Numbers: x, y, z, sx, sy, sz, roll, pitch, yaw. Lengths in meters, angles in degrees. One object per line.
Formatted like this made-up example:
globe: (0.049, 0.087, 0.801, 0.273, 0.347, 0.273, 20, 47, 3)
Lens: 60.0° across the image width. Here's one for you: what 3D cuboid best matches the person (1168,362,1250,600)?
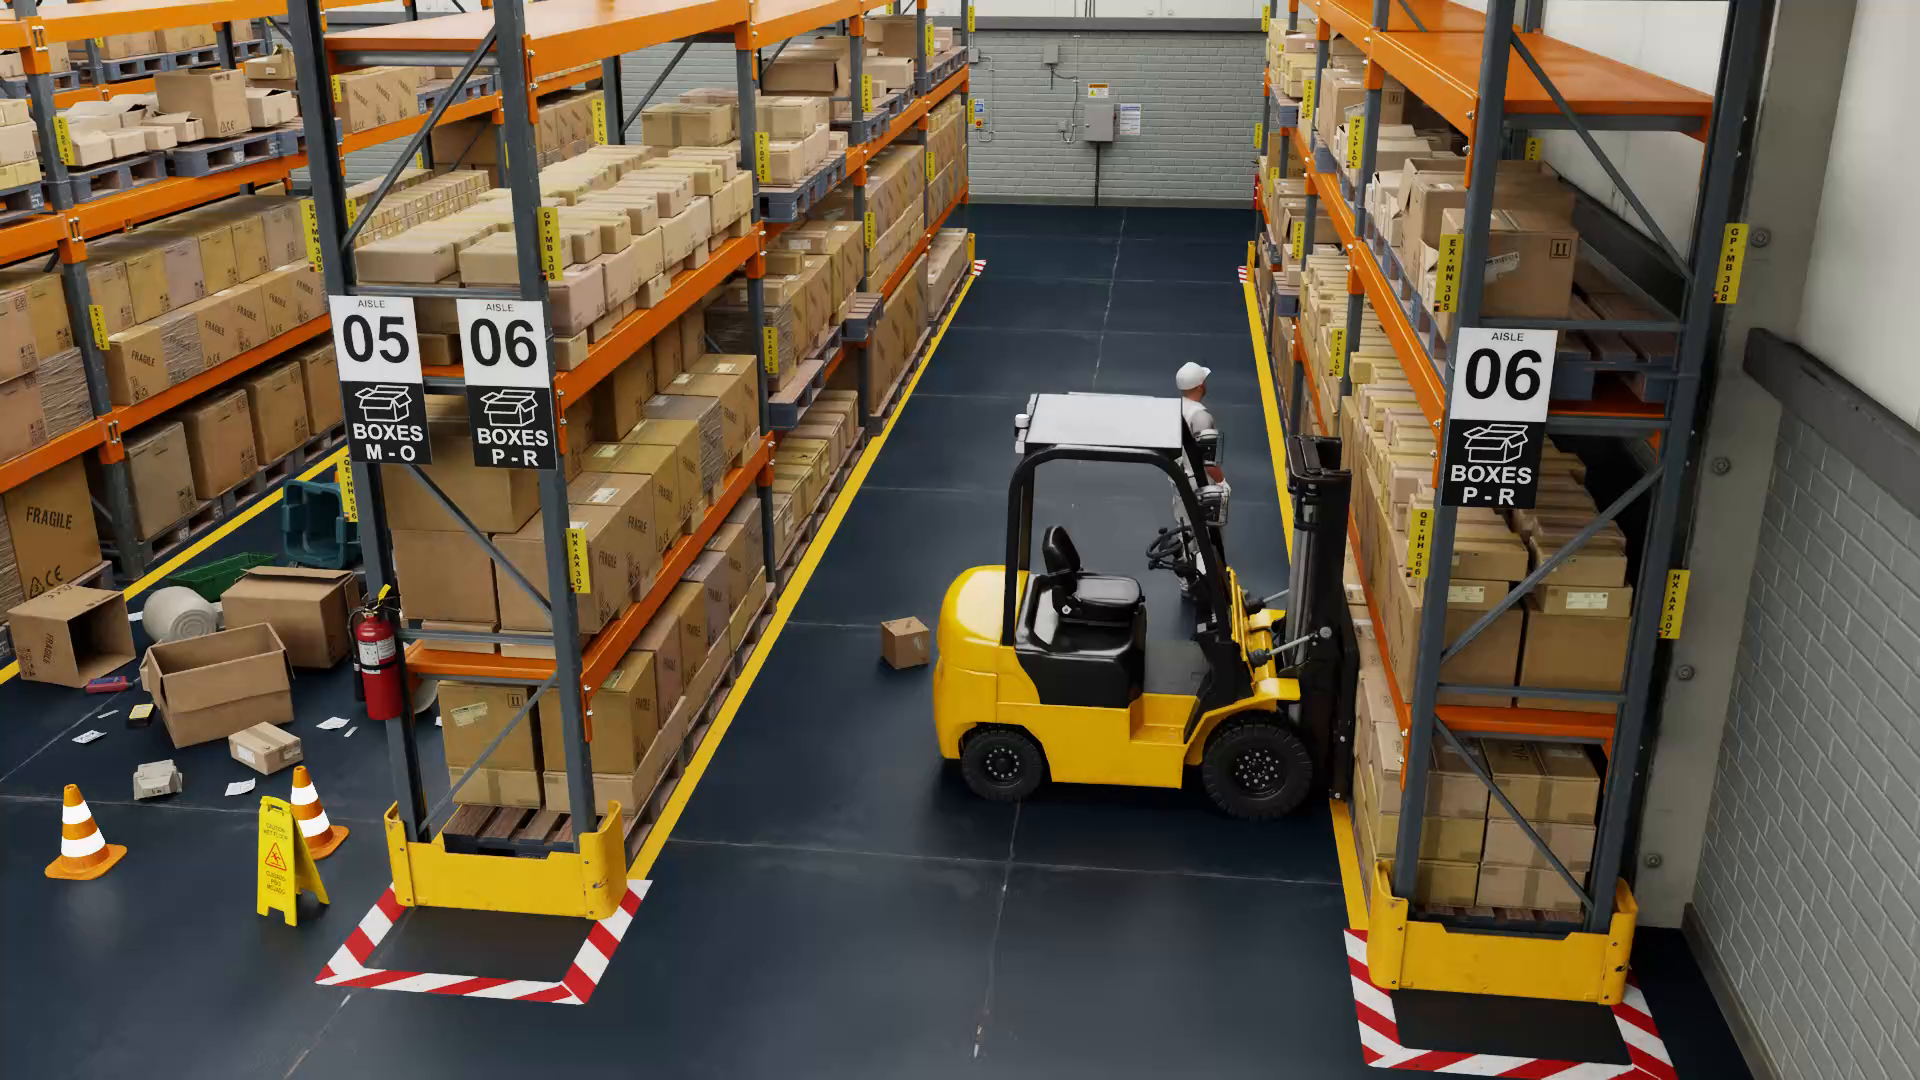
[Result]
person: (1.784, -0.430, 12.144, 0.564, 1.789, 0.637, -11, 24, -27)
